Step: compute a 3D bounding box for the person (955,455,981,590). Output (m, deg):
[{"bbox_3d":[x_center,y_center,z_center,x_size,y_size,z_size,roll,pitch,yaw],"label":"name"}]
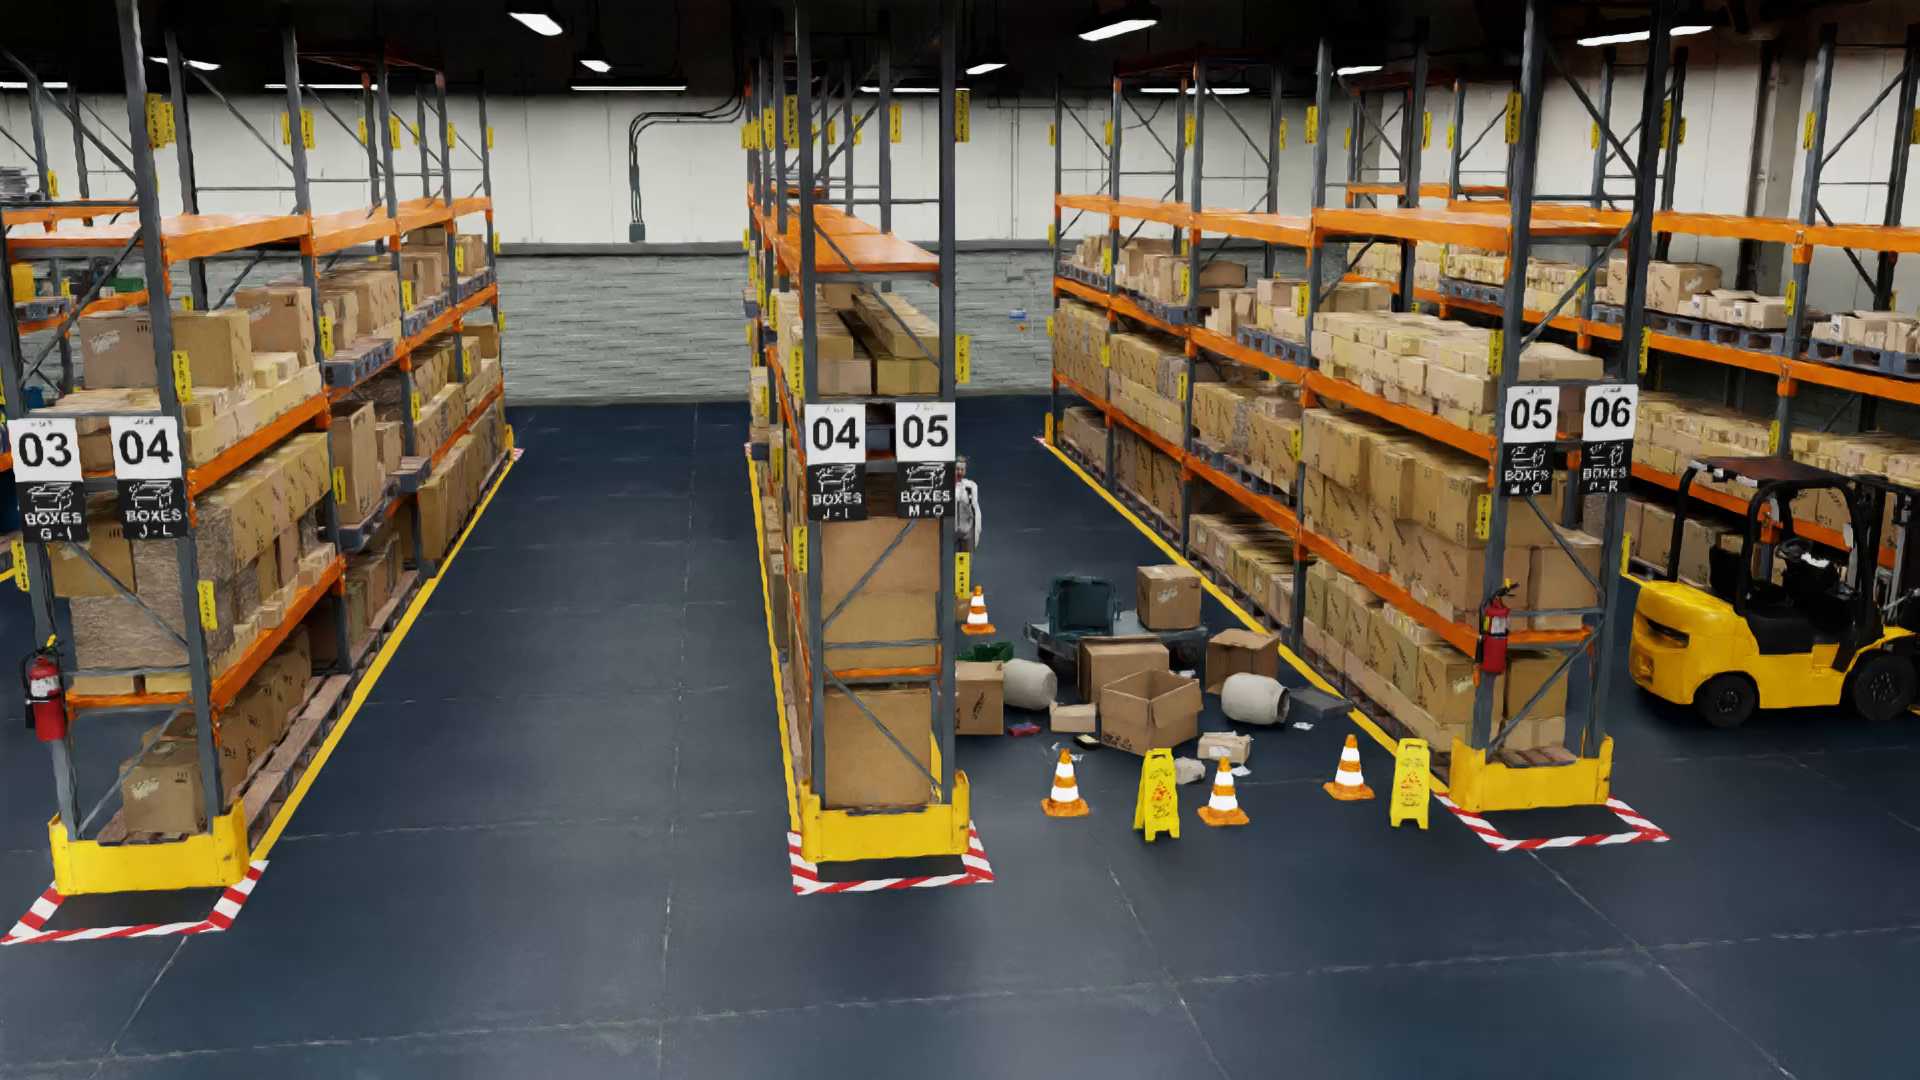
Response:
[{"bbox_3d":[-0.011,-0.085,17.850,0.473,1.690,0.441,-2,13,-7],"label":"person"}]
